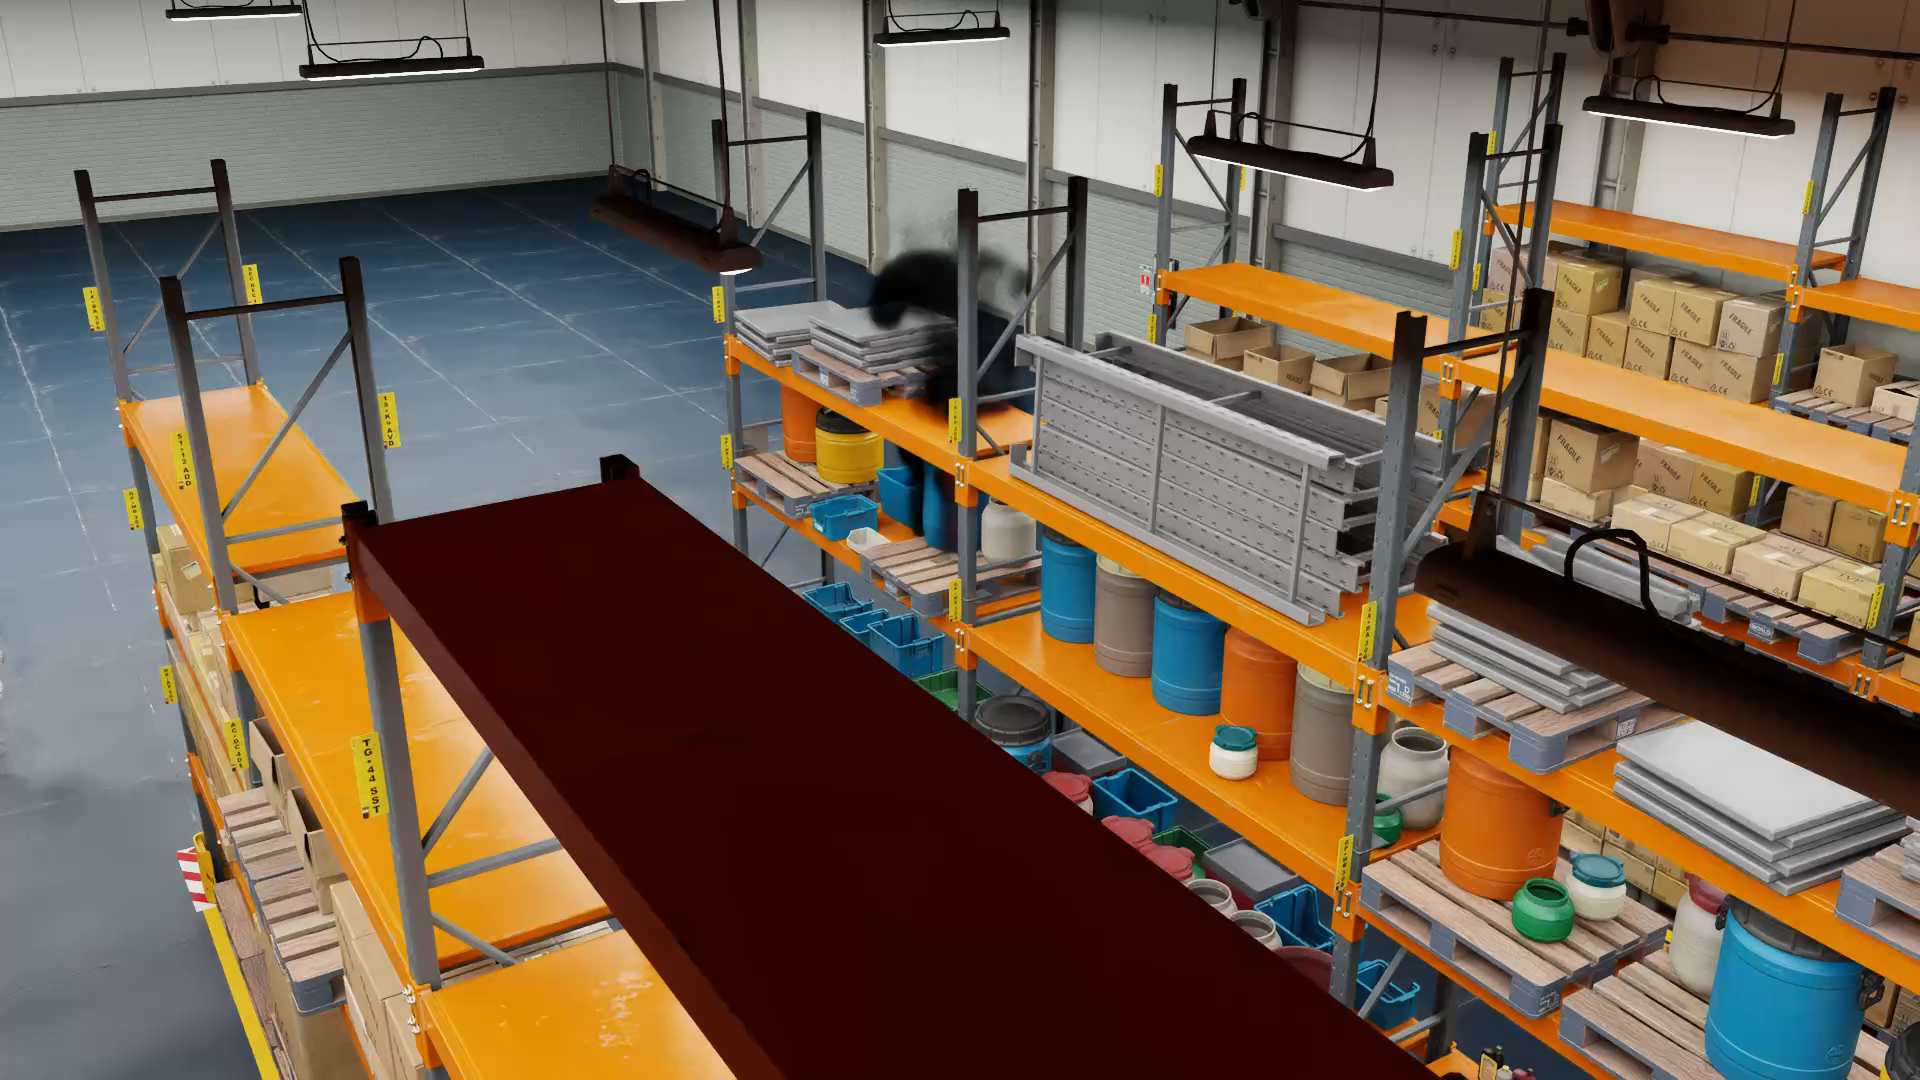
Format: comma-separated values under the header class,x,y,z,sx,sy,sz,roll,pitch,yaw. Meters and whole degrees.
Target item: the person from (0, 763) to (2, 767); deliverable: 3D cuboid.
class,x,y,z,sx,sy,sz,roll,pitch,yaw
person,-9.457,1.450,15.577,0.576,1.638,0.591,2,22,4
